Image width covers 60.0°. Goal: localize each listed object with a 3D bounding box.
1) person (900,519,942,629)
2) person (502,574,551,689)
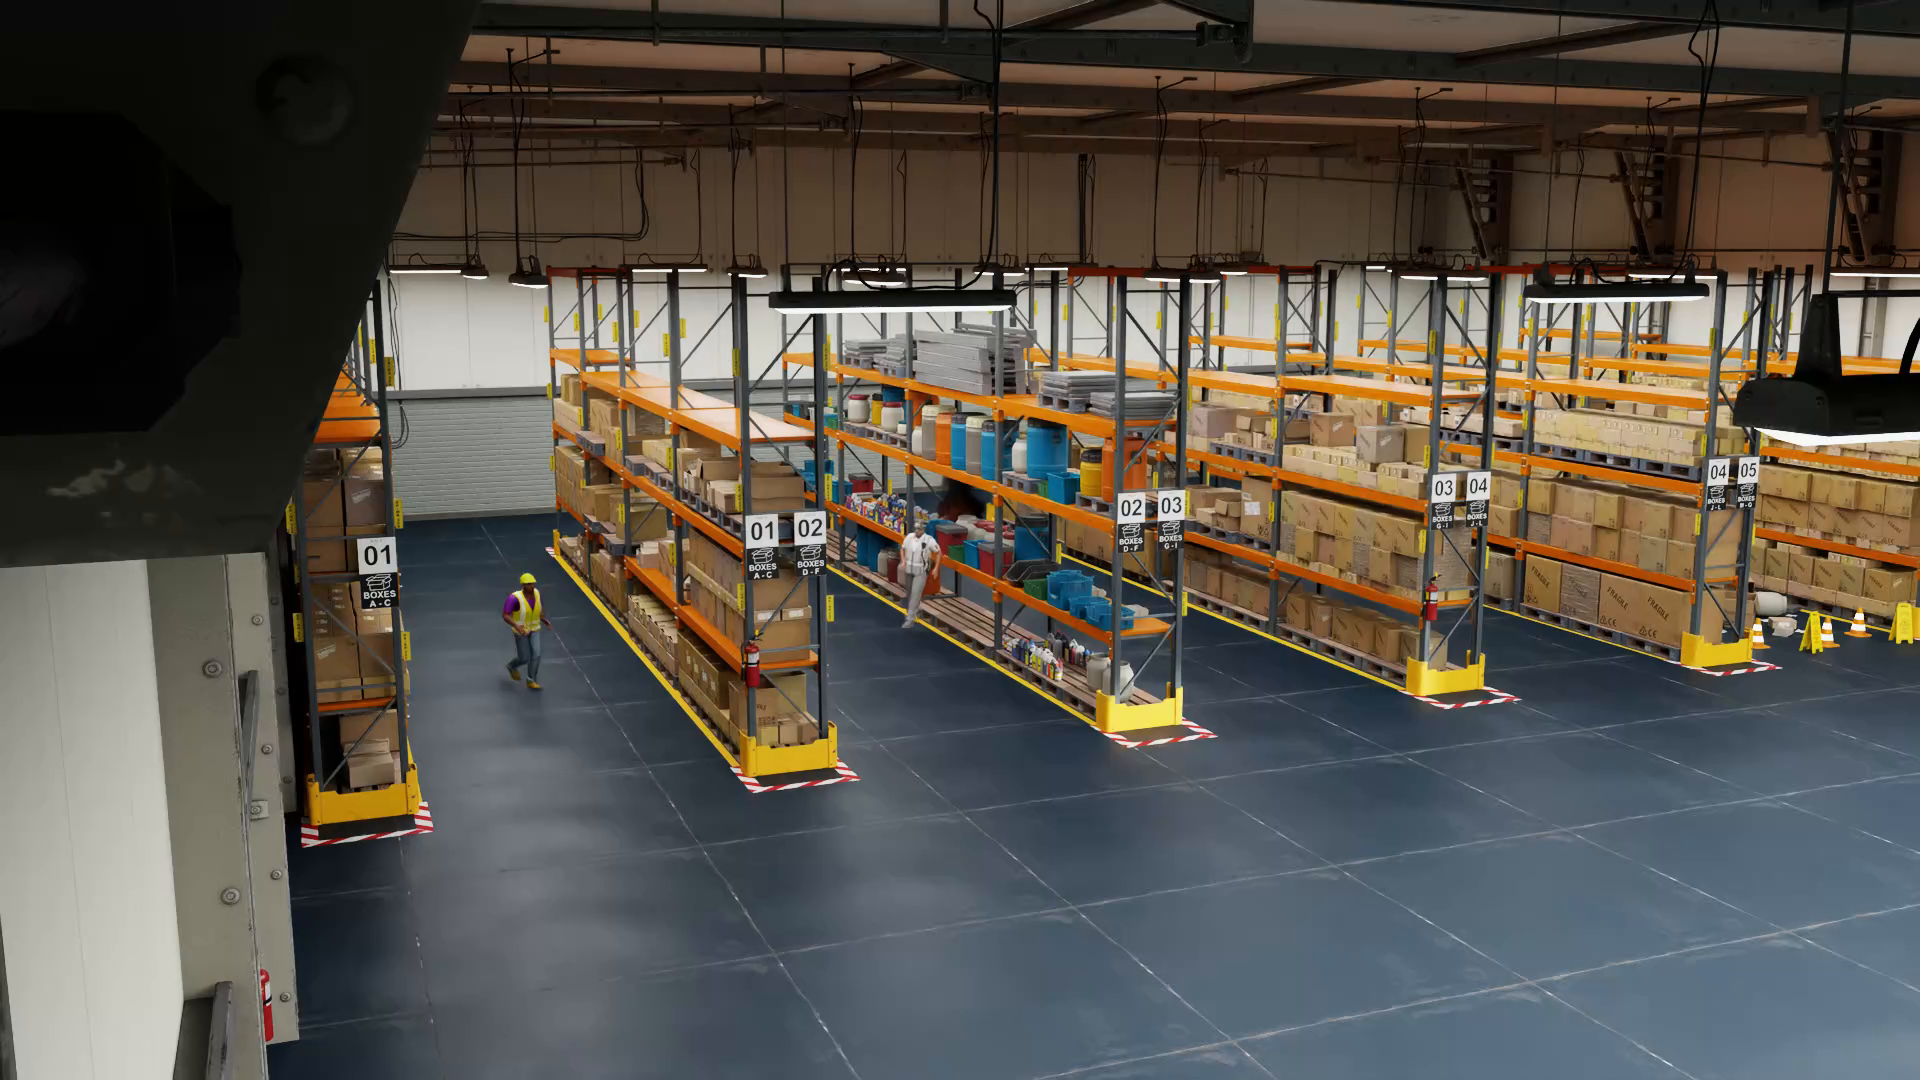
[{"bbox_3d":[-0.670,0.540,26.753,0.698,1.803,0.890,4,11,21],"label":"person"},{"bbox_3d":[-6.383,1.305,24.266,0.703,1.713,0.749,-9,13,-42],"label":"person"}]
